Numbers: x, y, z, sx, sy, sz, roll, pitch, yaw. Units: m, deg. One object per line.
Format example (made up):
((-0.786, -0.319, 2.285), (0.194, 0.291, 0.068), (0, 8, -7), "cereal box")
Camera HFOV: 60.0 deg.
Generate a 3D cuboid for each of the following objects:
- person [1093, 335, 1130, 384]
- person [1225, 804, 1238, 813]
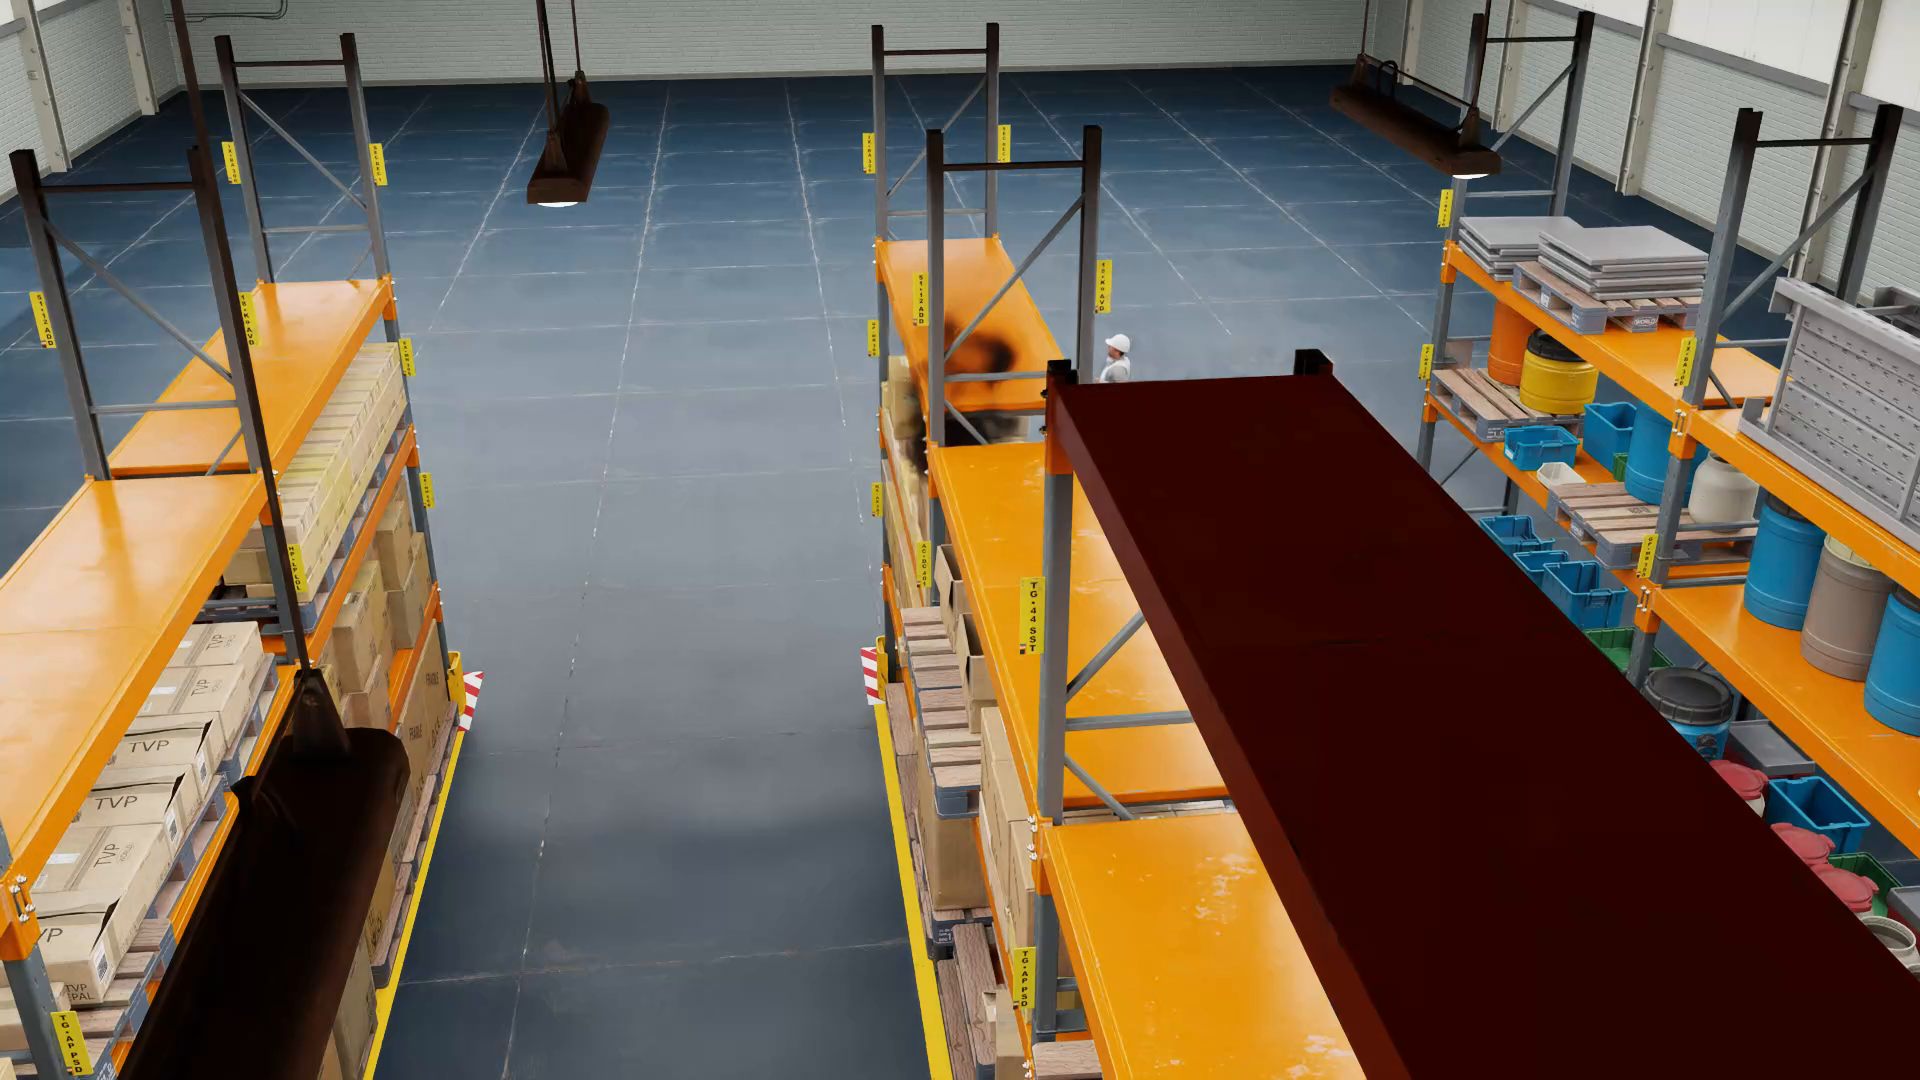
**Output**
((1.761, -1.633, 19.904), (0.578, 1.726, 0.650), (7, 26, 15), "person")
((1.978, 2.378, 11.529), (0.664, 1.729, 0.637), (-3, 26, -6), "person")
